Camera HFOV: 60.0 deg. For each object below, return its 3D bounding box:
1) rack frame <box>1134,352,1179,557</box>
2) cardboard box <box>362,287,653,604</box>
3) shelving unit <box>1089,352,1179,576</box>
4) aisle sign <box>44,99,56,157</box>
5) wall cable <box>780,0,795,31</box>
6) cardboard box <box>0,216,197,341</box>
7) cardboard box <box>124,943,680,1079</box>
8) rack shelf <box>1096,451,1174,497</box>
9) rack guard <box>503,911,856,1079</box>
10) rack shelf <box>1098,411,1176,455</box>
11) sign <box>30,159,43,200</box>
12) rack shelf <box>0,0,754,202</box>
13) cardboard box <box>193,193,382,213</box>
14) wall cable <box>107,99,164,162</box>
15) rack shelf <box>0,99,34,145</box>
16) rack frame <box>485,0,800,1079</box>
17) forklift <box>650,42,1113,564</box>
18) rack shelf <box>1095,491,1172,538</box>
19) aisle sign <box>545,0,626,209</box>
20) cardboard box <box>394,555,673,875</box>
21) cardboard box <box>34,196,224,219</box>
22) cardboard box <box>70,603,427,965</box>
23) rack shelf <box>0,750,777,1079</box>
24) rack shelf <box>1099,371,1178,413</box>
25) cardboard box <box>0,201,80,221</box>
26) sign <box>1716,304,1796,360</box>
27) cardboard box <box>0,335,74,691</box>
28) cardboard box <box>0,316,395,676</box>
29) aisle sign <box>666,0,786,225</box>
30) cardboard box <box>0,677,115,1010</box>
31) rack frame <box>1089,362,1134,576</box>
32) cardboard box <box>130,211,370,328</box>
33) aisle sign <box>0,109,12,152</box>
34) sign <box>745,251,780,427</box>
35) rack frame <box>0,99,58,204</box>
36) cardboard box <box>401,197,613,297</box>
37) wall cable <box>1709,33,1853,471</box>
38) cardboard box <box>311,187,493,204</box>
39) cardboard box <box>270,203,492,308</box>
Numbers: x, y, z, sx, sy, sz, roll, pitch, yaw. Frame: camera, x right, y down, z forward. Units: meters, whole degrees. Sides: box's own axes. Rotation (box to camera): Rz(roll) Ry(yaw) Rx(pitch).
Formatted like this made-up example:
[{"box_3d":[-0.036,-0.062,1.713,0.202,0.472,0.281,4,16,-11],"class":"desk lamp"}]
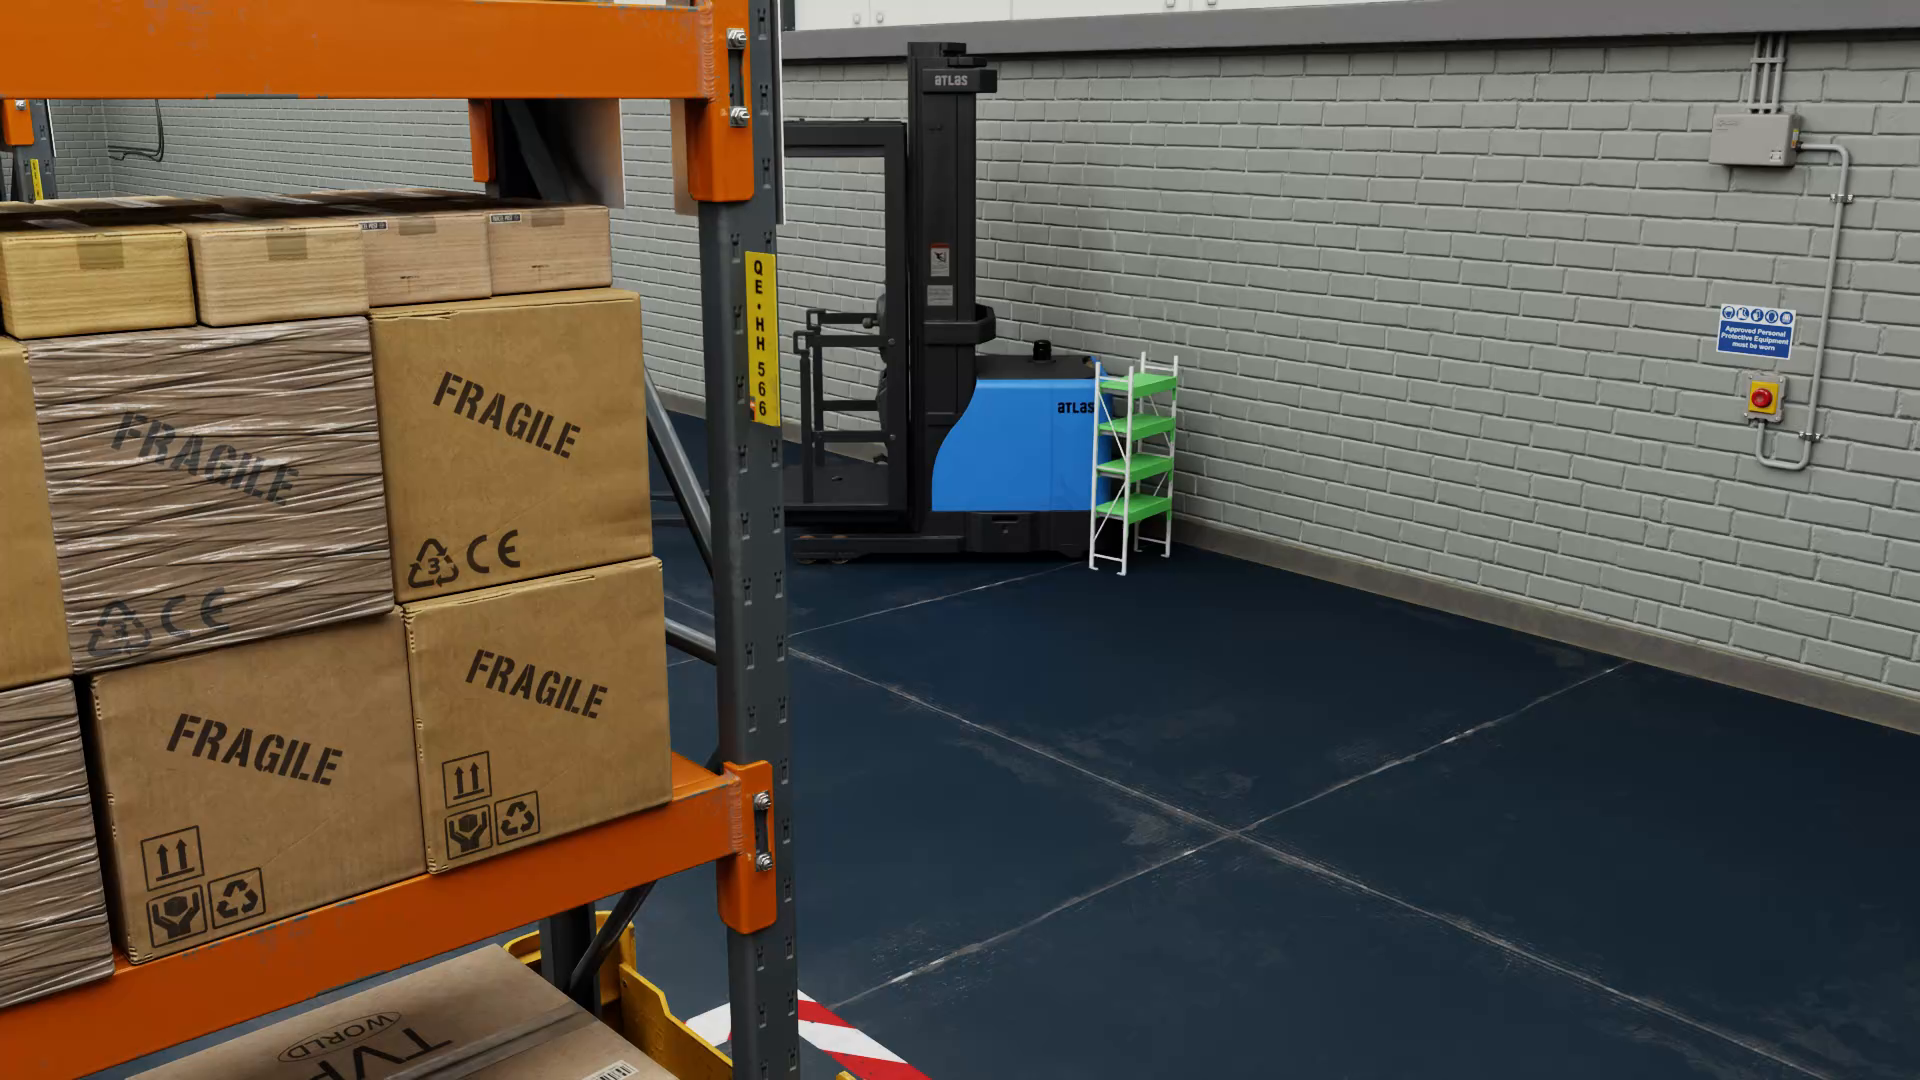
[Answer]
[{"box_3d":[1.151,-0.497,9.780,0.240,1.200,0.015,12,19,36],"class":"rack frame"},{"box_3d":[-0.931,-0.219,3.127,0.500,0.500,0.500,-12,19,-38],"class":"cardboard box"},{"box_3d":[1.003,-0.447,9.592,0.258,1.200,0.503,12,19,36],"class":"shelving unit"},{"box_3d":[-3.797,-1.972,6.784,0.004,0.787,0.394,-13,19,-39],"class":"aisle sign"},{"box_3d":[-0.700,-6.485,10.856,0.120,5.999,2.277,-13,19,-39],"class":"wall cable"},{"box_3d":[-1.395,-0.418,2.616,0.250,0.149,0.380,-12,19,-38],"class":"cardboard box"},{"box_3d":[-1.155,1.350,3.534,0.875,0.438,0.875,-14,20,-41],"class":"cardboard box"},{"box_3d":[1.003,-0.386,9.609,0.258,0.148,0.480,12,19,36],"class":"rack shelf"},{"box_3d":[-0.705,1.388,4.086,0.348,0.500,1.175,-13,19,-39],"class":"rack guard"},{"box_3d":[1.005,-0.617,9.546,0.258,0.148,0.480,12,19,36],"class":"rack shelf"},{"box_3d":[-3.700,-1.363,6.685,0.005,0.325,0.100,-13,19,-39],"class":"sign"},{"box_3d":[-2.232,-0.579,2.186,4.000,0.370,1.077,-13,19,-39],"class":"rack shelf"},{"box_3d":[-1.324,-0.596,3.281,0.250,0.149,0.380,-12,19,-38],"class":"cardboard box"},{"box_3d":[-12.482,-6.925,24.755,0.112,2.526,3.097,-13,19,-39],"class":"wall cable"},{"box_3d":[-5.558,-1.525,5.730,4.000,0.370,1.077,-13,19,-39],"class":"rack shelf"},{"box_3d":[-0.721,0.185,3.746,0.053,2.616,0.949,-13,19,-39],"class":"rack frame"},{"box_3d":[-0.624,-1.414,9.864,3.031,2.935,1.130,0,15,-1],"class":"forklift"},{"box_3d":[1.000,-0.154,9.673,0.258,0.148,0.480,12,19,36],"class":"rack shelf"},{"box_3d":[-0.859,-1.141,3.670,0.004,0.787,0.394,-13,19,-39],"class":"aisle sign"},{"box_3d":[-0.913,0.269,3.237,0.500,0.500,0.500,-13,19,-39],"class":"cardboard box"},{"box_3d":[-1.595,-0.575,3.200,0.250,0.149,0.380,-12,19,-38],"class":"cardboard box"},{"box_3d":[-1.302,0.351,2.929,0.500,0.500,0.500,-13,20,-41],"class":"cardboard box"},{"box_3d":[-2.232,0.870,2.573,4.000,0.370,1.077,-13,19,-39],"class":"rack shelf"},{"box_3d":[1.008,-0.849,9.482,0.258,0.148,0.480,12,19,36],"class":"rack shelf"},{"box_3d":[-1.782,-0.526,3.020,0.250,0.149,0.380,-13,20,-41],"class":"cardboard box"},{"box_3d":[3.530,-0.926,7.381,0.001,0.218,0.327,-13,19,-39],"class":"sign"},{"box_3d":[-1.681,-0.042,2.463,0.500,0.500,0.500,-13,20,-40],"class":"cardboard box"},{"box_3d":[-1.306,-0.125,2.774,0.500,0.500,0.500,-13,19,-39],"class":"cardboard box"},{"box_3d":[-0.465,-1.024,3.233,0.004,0.787,0.394,-13,19,-39],"class":"aisle sign"},{"box_3d":[-1.683,0.440,2.596,0.500,0.500,0.500,-12,19,-38],"class":"cardboard box"},{"box_3d":[0.855,-0.397,9.405,0.240,1.200,0.015,12,19,36],"class":"rack frame"},{"box_3d":[-1.178,-0.453,2.746,0.250,0.149,0.380,-13,20,-40],"class":"cardboard box"},{"box_3d":[-4.191,-2.089,7.222,0.004,0.787,0.394,-13,19,-39],"class":"aisle sign"},{"box_3d":[-0.377,-0.382,3.164,0.005,0.325,0.100,-13,19,-39],"class":"sign"},{"box_3d":[-4.049,-0.763,7.292,0.127,3.000,1.000,-13,19,-39],"class":"rack frame"},{"box_3d":[-0.862,-0.561,3.149,0.250,0.149,0.380,-12,19,-39],"class":"cardboard box"},{"box_3d":[3.515,-1.282,7.206,0.123,1.953,0.585,-13,19,-39],"class":"wall cable"},{"box_3d":[-1.173,-0.654,3.500,0.250,0.149,0.380,-12,19,-38],"class":"cardboard box"},{"box_3d":[-1.038,-0.513,2.971,0.250,0.149,0.380,-12,19,-38],"class":"cardboard box"}]
